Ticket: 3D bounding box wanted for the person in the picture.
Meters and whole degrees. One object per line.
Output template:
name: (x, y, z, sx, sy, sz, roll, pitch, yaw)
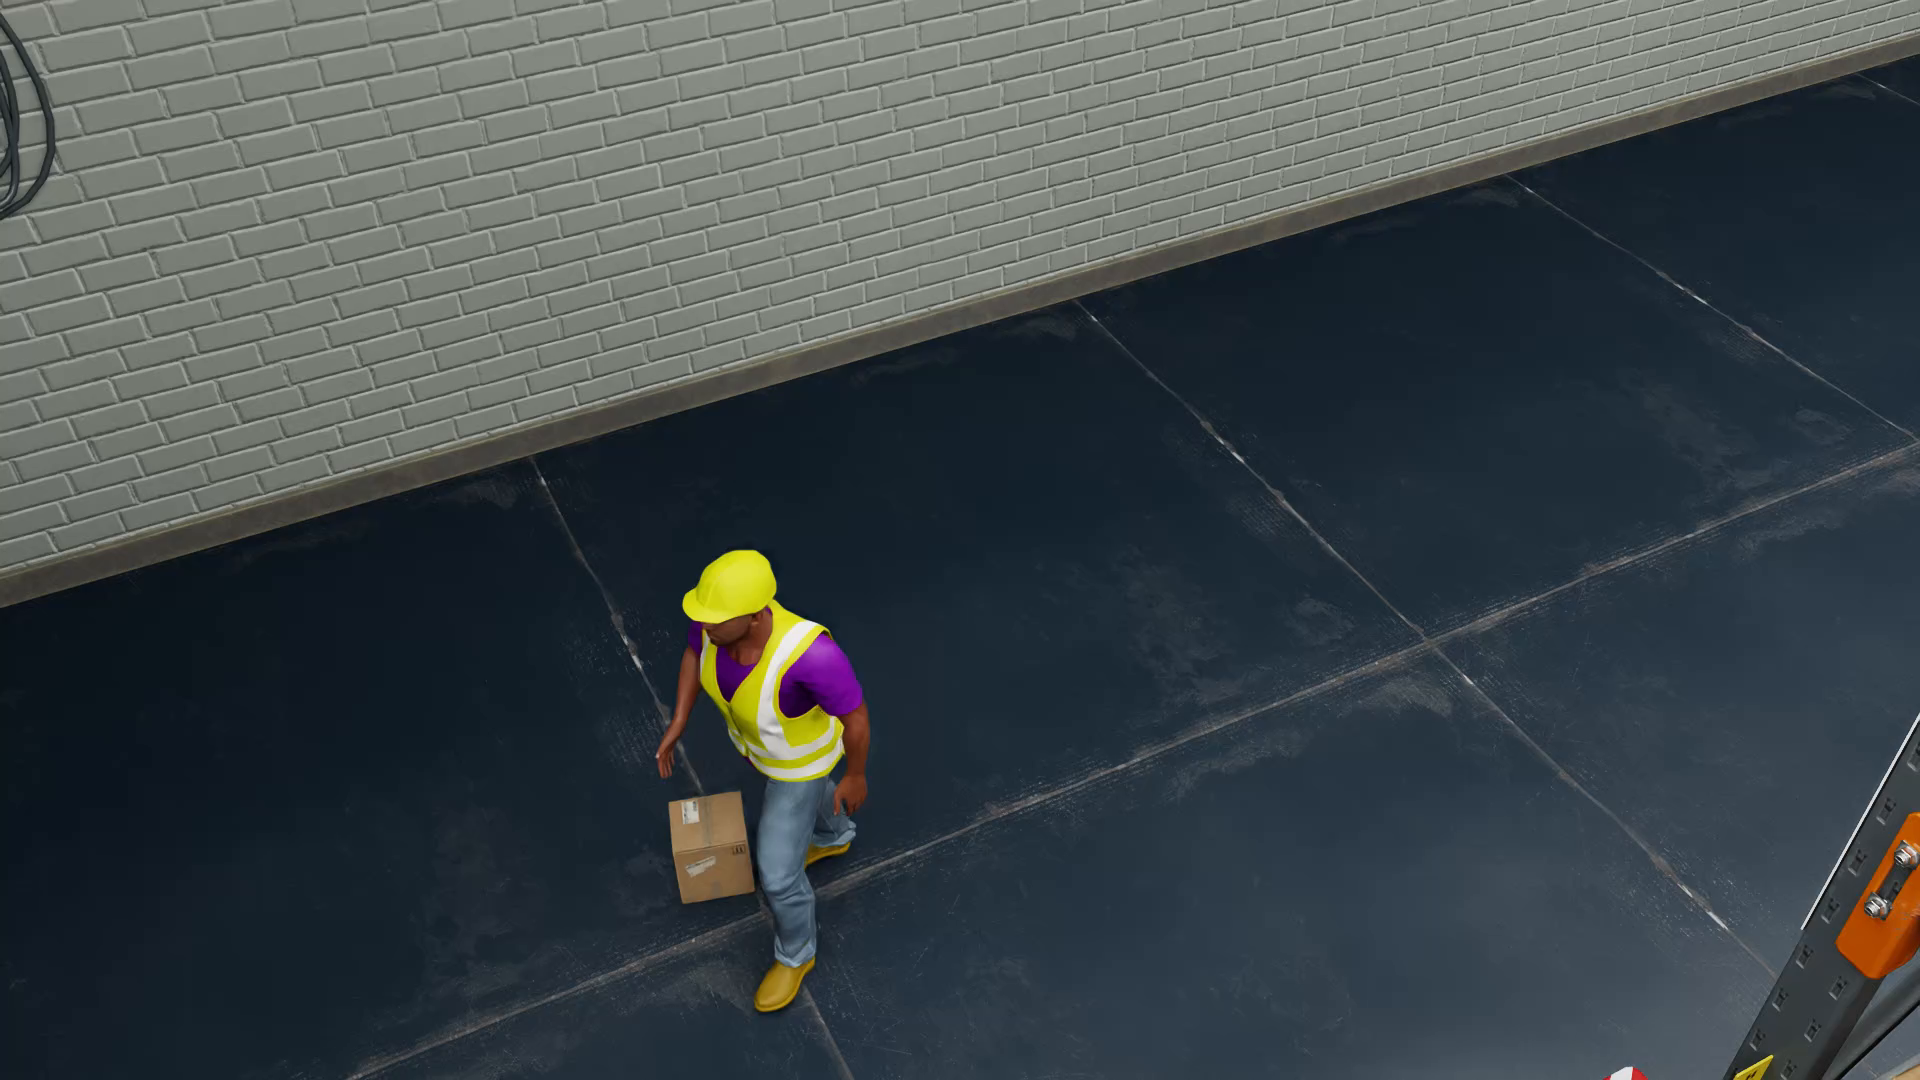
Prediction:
person: (-0.605, 0.670, 5.389, 0.735, 1.724, 0.670, -32, 50, -31)
